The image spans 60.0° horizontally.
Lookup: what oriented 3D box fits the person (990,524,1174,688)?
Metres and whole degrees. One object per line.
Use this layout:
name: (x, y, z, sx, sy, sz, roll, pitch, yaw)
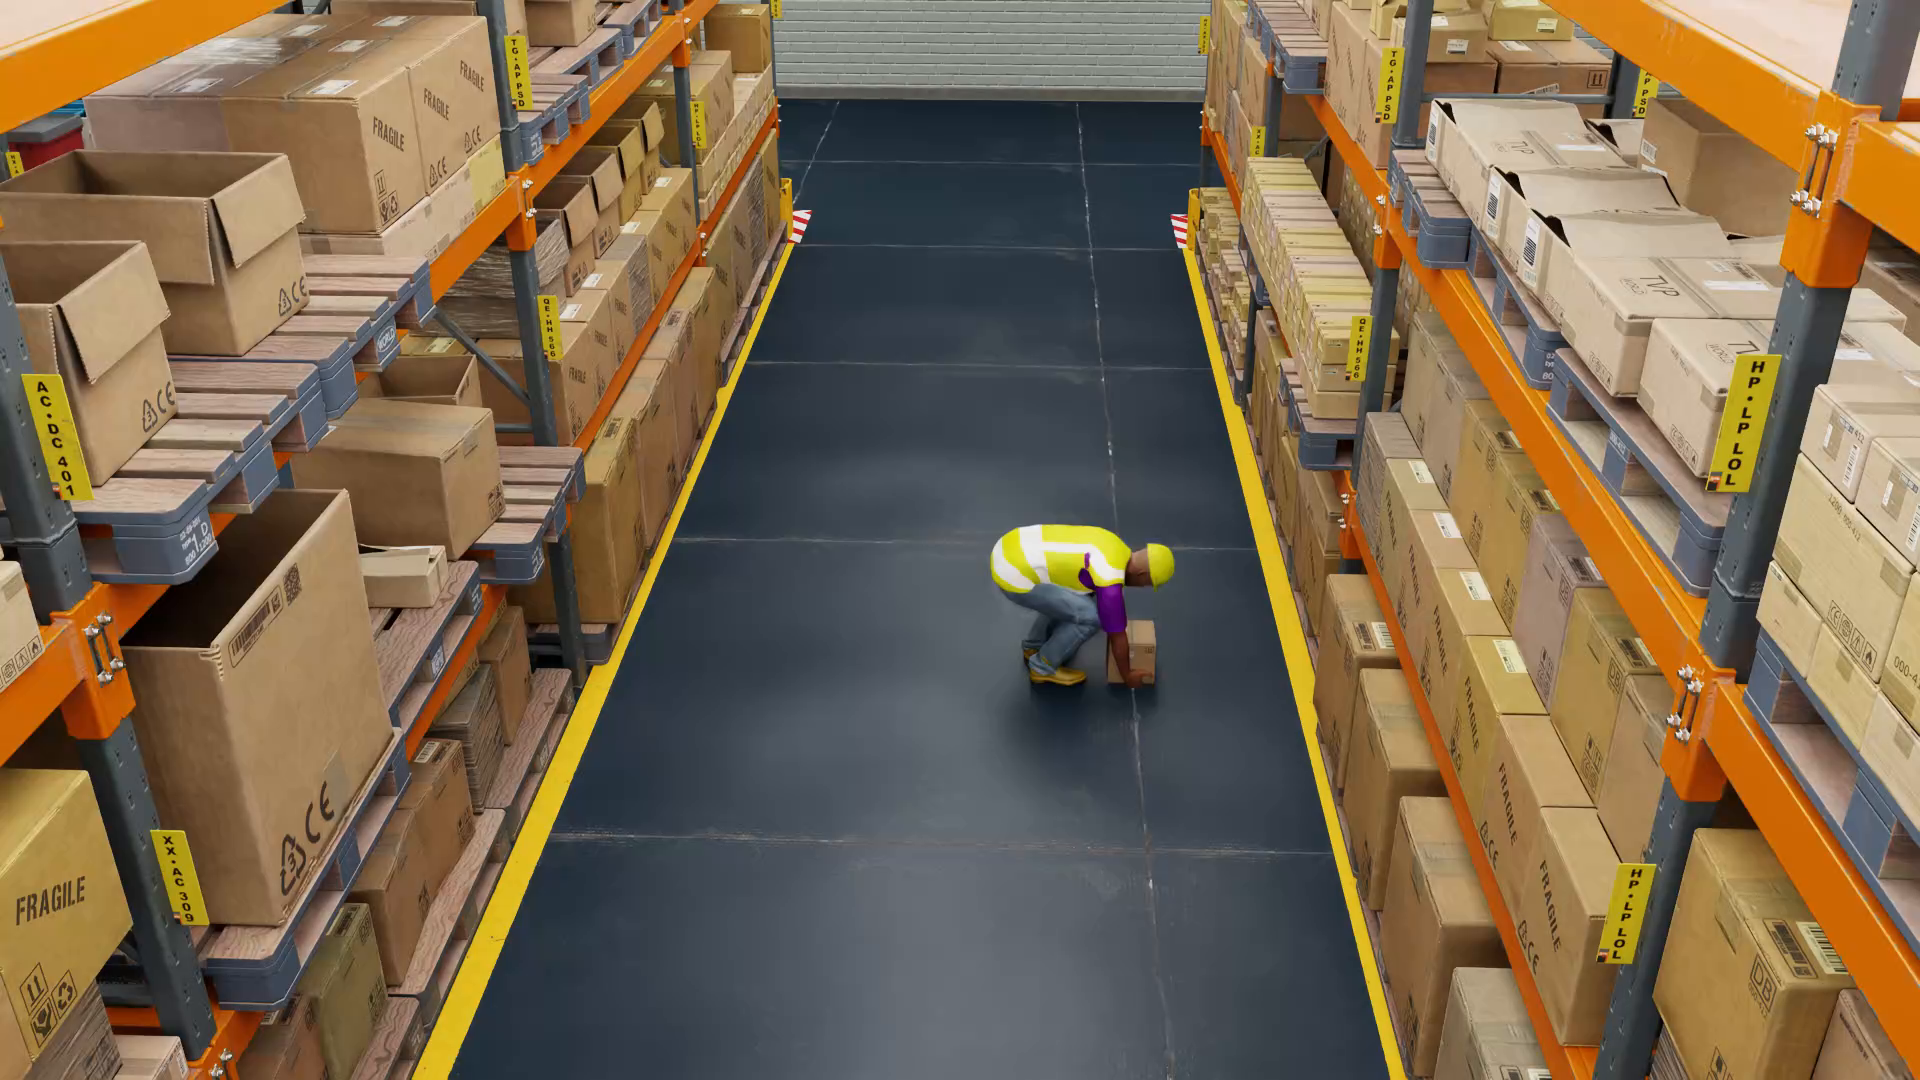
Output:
person: (0.652, 0.332, 8.956, 0.980, 0.876, 0.508, 0, 28, 0)
